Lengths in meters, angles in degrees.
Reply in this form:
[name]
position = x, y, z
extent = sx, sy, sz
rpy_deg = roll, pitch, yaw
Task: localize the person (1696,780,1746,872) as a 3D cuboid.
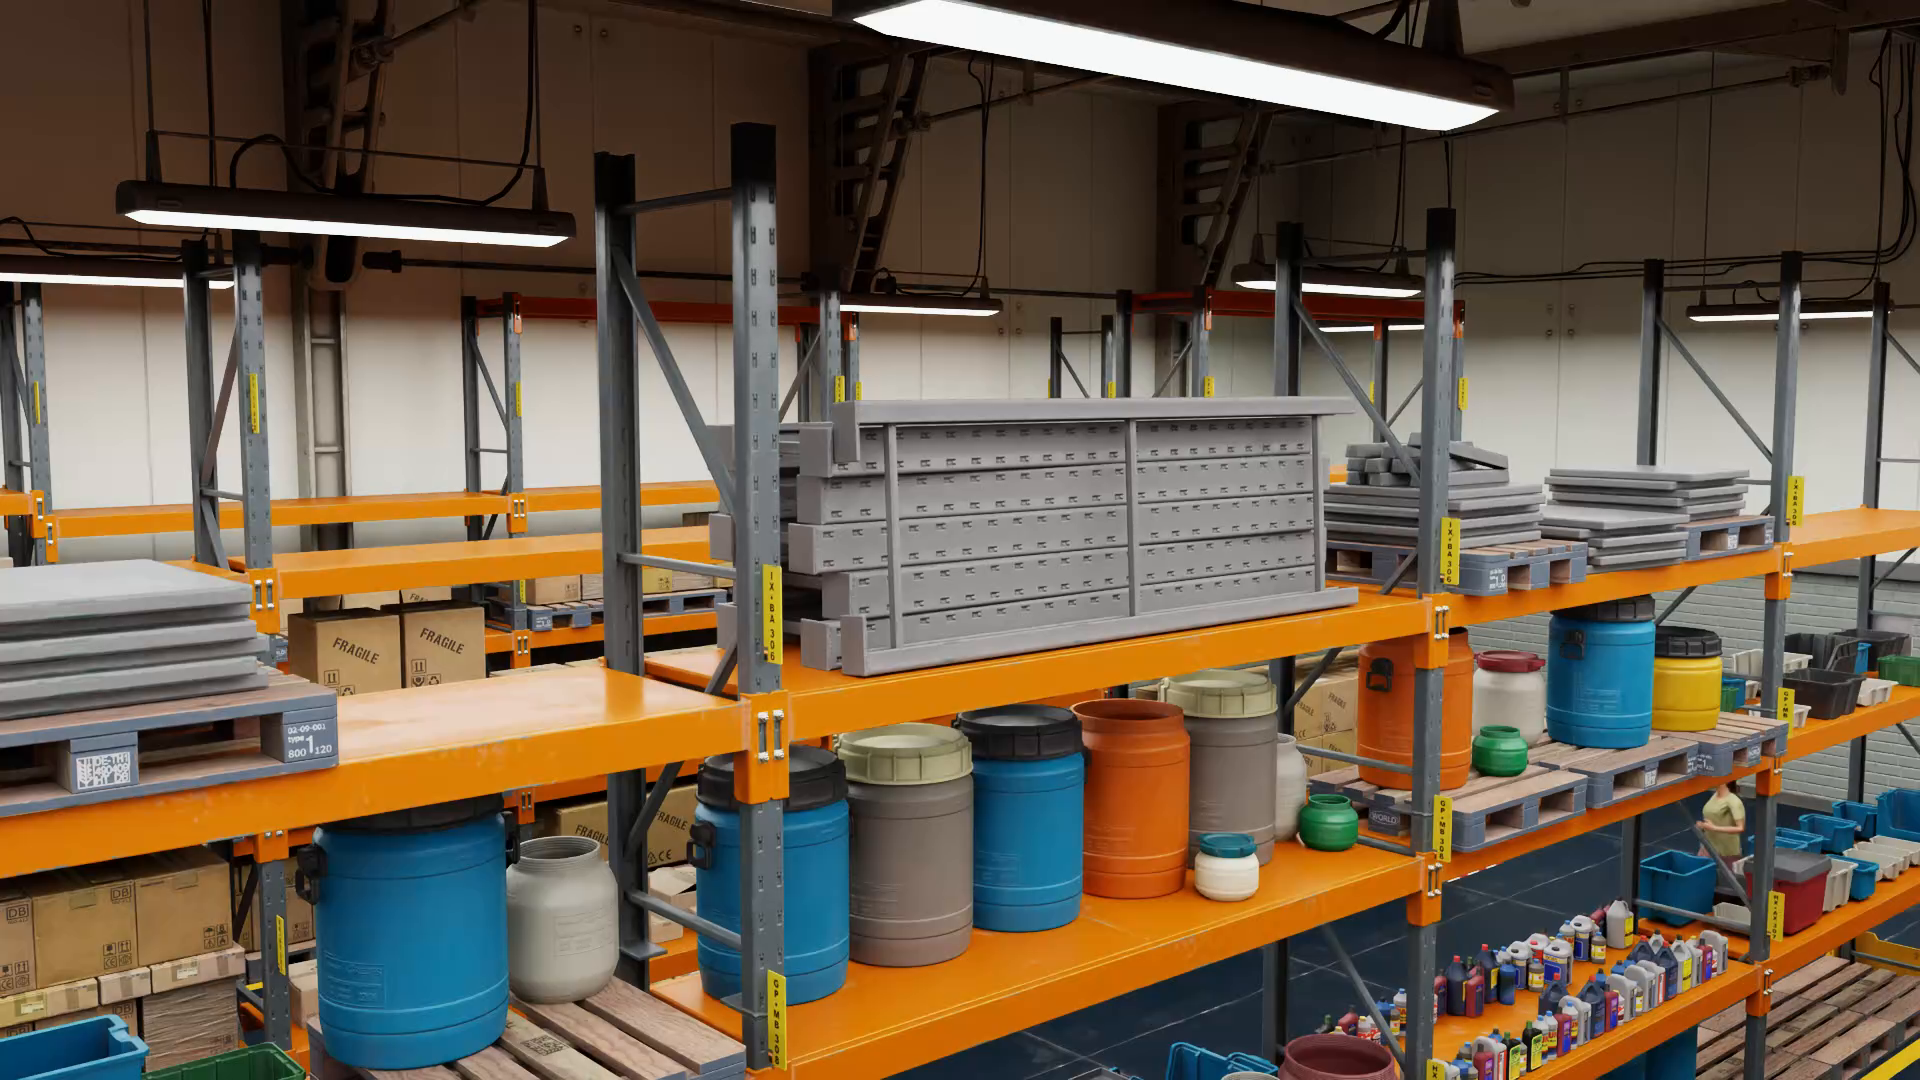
[person]
position = 7.040, 2.898, 15.257
extent = 0.833, 1.708, 0.477
rpy_deg = -4, 7, -36
